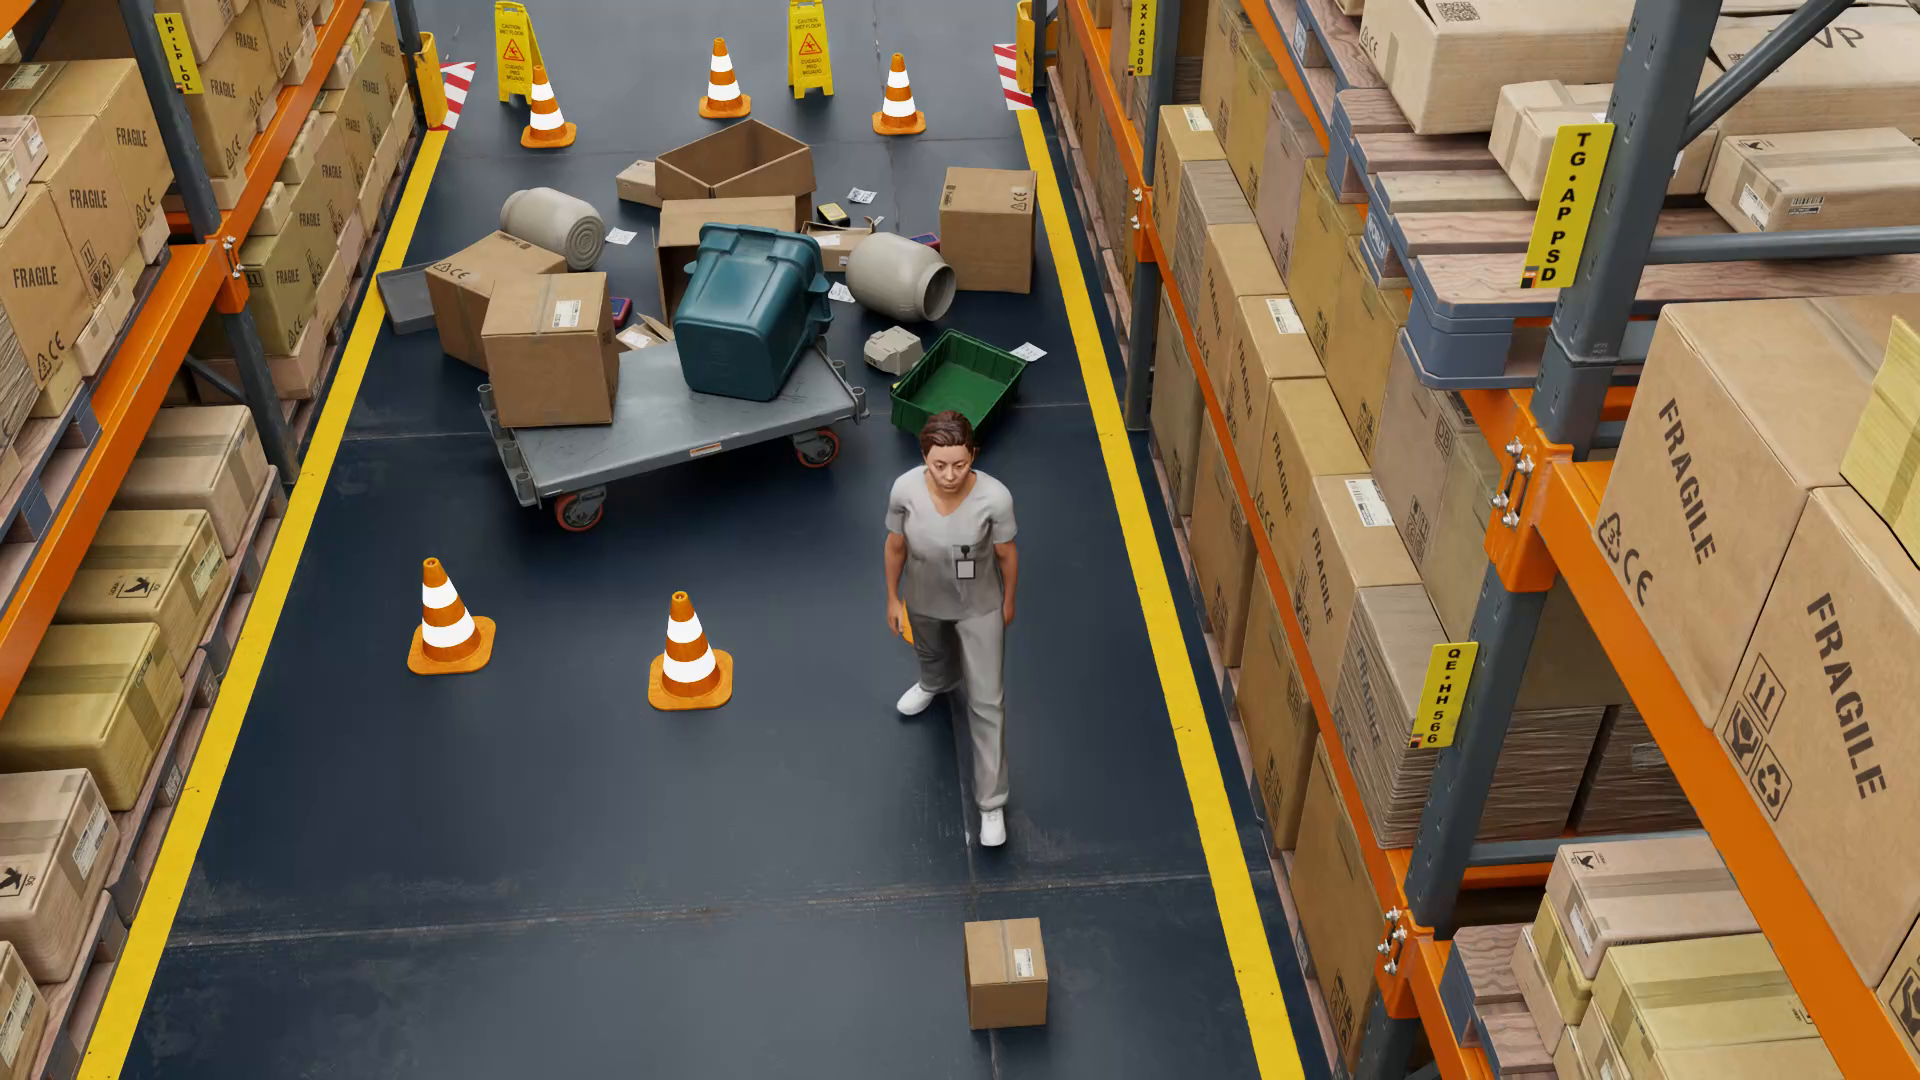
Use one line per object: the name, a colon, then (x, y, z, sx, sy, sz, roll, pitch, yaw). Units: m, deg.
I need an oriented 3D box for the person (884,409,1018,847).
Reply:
person: (-0.023, 0.225, 5.881, 0.569, 1.627, 0.886, 9, 40, 10)
